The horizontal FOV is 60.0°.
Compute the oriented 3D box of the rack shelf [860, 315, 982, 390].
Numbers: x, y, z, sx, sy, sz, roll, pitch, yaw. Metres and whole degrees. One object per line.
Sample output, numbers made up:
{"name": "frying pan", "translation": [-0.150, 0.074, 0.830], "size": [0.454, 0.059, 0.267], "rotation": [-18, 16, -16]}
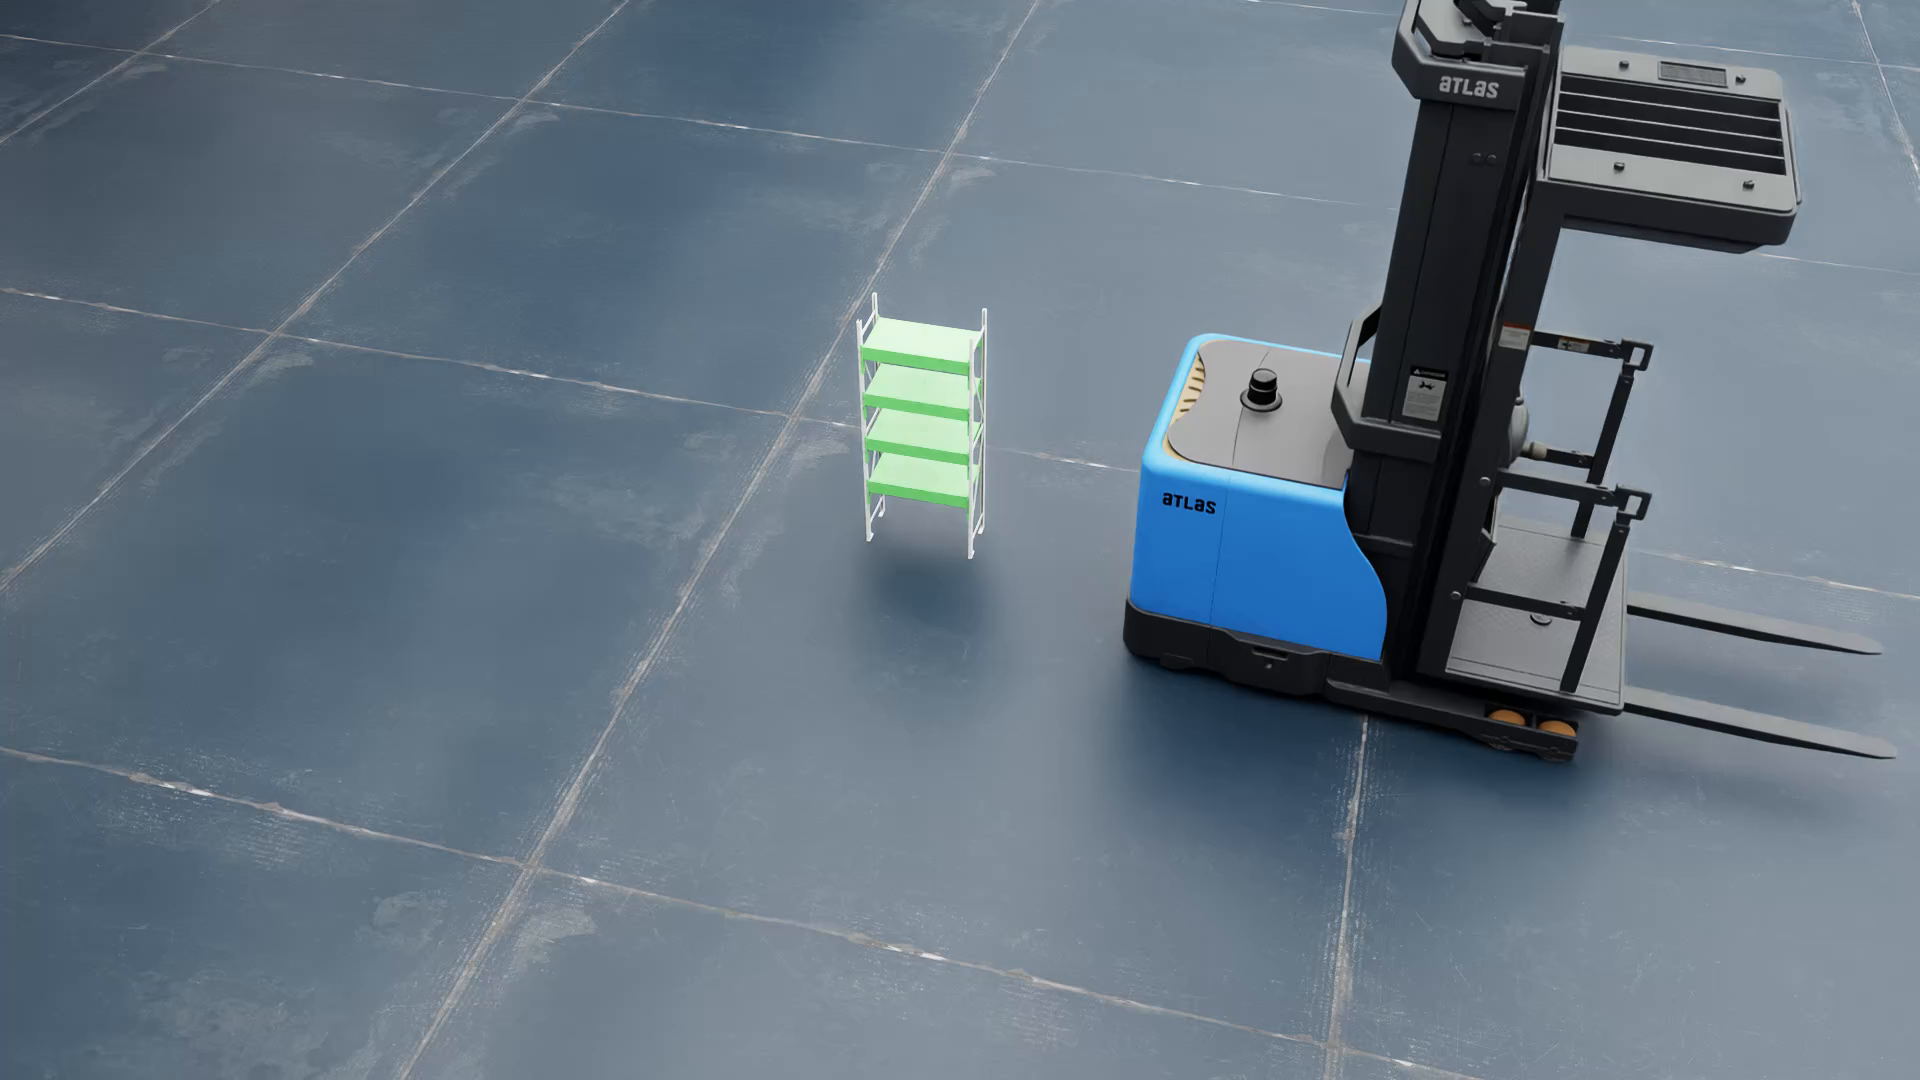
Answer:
{"name": "rack shelf", "translation": [-0.160, -0.806, 7.129], "size": [0.480, 0.148, 0.258], "rotation": [10, 41, 11]}

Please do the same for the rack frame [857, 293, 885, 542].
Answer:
{"name": "rack frame", "translation": [-0.396, -0.528, 7.445], "size": [0.015, 1.200, 0.240], "rotation": [10, 41, 11]}

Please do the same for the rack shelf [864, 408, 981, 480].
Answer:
{"name": "rack shelf", "translation": [-0.160, -0.438, 7.438], "size": [0.480, 0.148, 0.258], "rotation": [10, 41, 11]}

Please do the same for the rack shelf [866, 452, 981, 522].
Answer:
{"name": "rack shelf", "translation": [-0.160, -0.254, 7.592], "size": [0.480, 0.148, 0.258], "rotation": [10, 41, 11]}

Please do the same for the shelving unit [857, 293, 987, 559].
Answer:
{"name": "shelving unit", "translation": [-0.160, -0.487, 7.397], "size": [0.503, 1.200, 0.258], "rotation": [10, 41, 11]}

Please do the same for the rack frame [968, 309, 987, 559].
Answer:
{"name": "rack frame", "translation": [0.076, -0.446, 7.349], "size": [0.015, 1.200, 0.240], "rotation": [10, 41, 11]}

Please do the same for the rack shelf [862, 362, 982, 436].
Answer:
{"name": "rack shelf", "translation": [-0.160, -0.622, 7.284], "size": [0.480, 0.148, 0.258], "rotation": [10, 41, 11]}

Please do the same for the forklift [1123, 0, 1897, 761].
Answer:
{"name": "forklift", "translation": [2.274, -0.618, 6.207], "size": [3.031, 2.935, 1.130], "rotation": [12, 41, 14]}
